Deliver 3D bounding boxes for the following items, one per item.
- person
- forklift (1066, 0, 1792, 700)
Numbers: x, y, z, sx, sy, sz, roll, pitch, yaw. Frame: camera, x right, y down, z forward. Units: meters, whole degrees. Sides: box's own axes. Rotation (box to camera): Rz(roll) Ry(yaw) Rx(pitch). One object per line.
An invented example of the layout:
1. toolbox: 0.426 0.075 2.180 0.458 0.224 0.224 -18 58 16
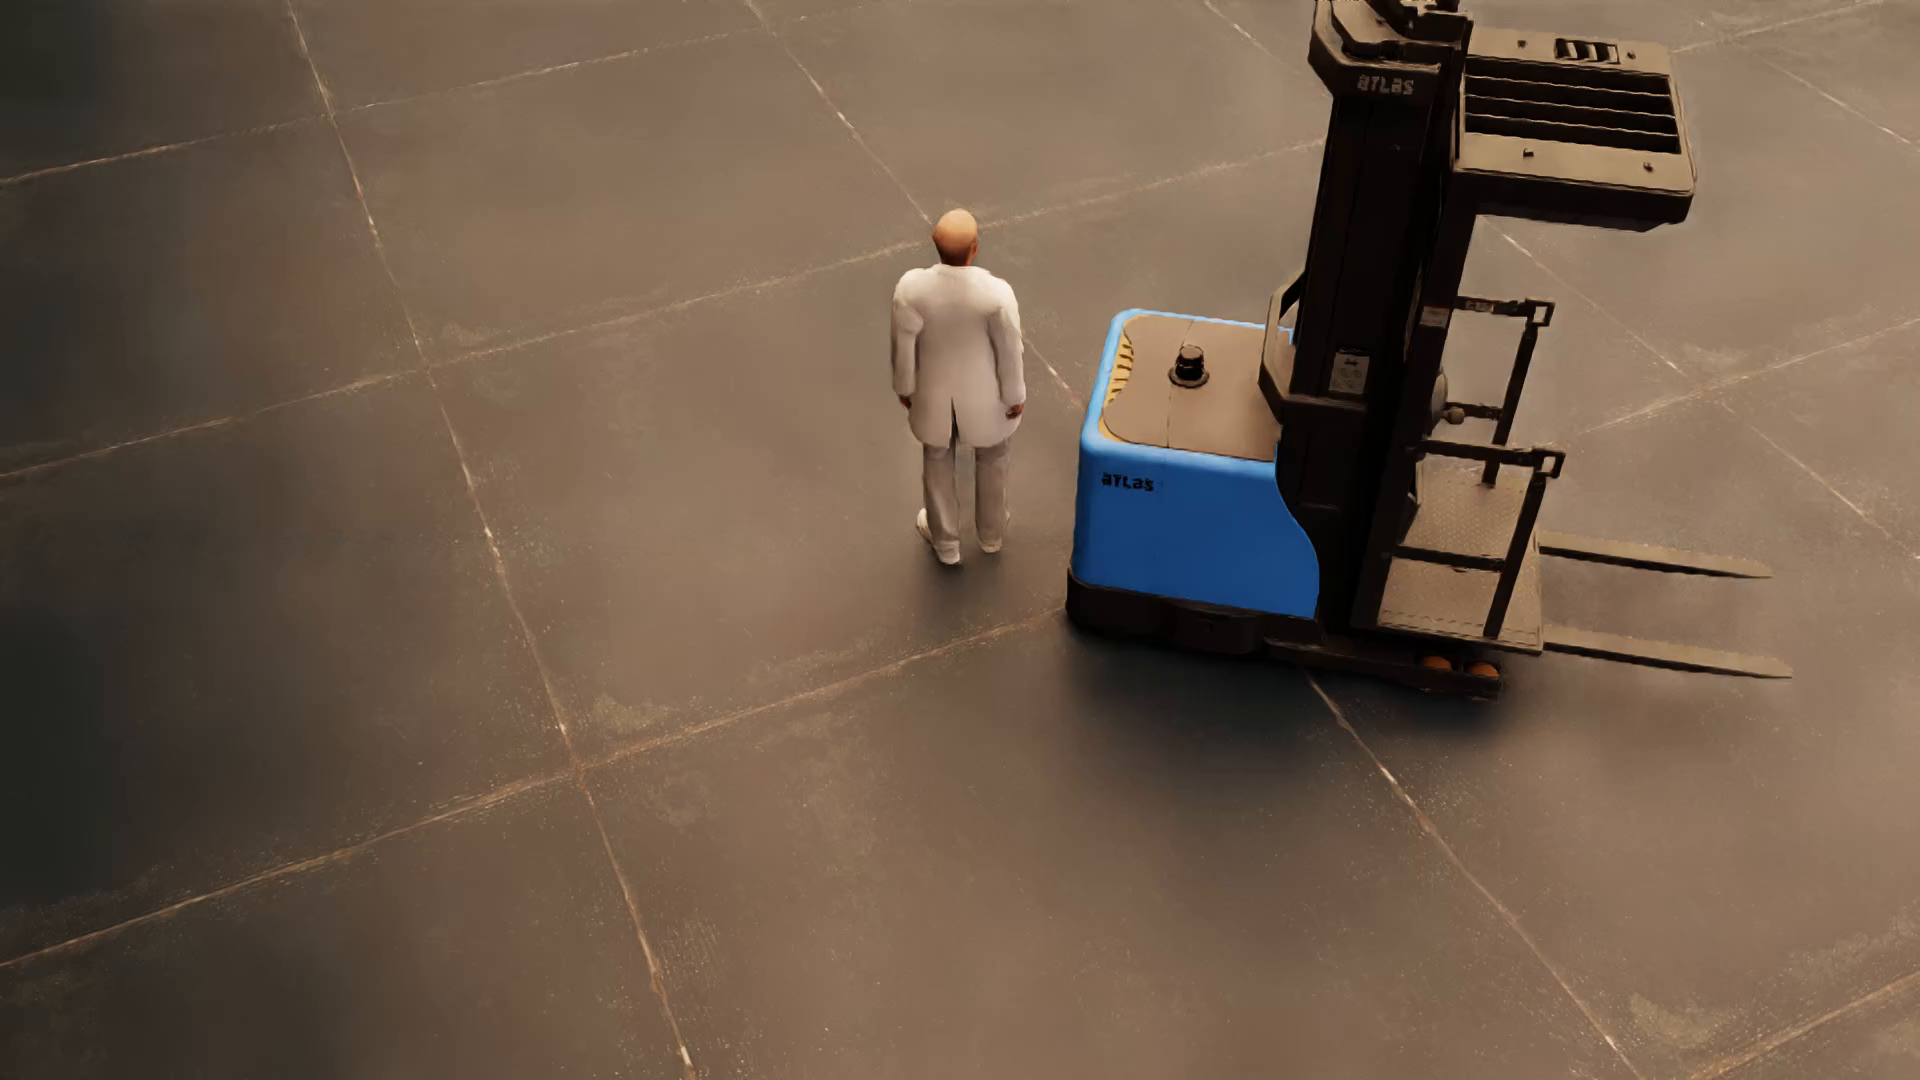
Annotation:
1. person: 0.012 -0.689 7.267 0.585 1.778 0.486 8 44 8
2. forklift: 2.044 -0.787 6.523 3.031 2.935 1.130 9 44 9
